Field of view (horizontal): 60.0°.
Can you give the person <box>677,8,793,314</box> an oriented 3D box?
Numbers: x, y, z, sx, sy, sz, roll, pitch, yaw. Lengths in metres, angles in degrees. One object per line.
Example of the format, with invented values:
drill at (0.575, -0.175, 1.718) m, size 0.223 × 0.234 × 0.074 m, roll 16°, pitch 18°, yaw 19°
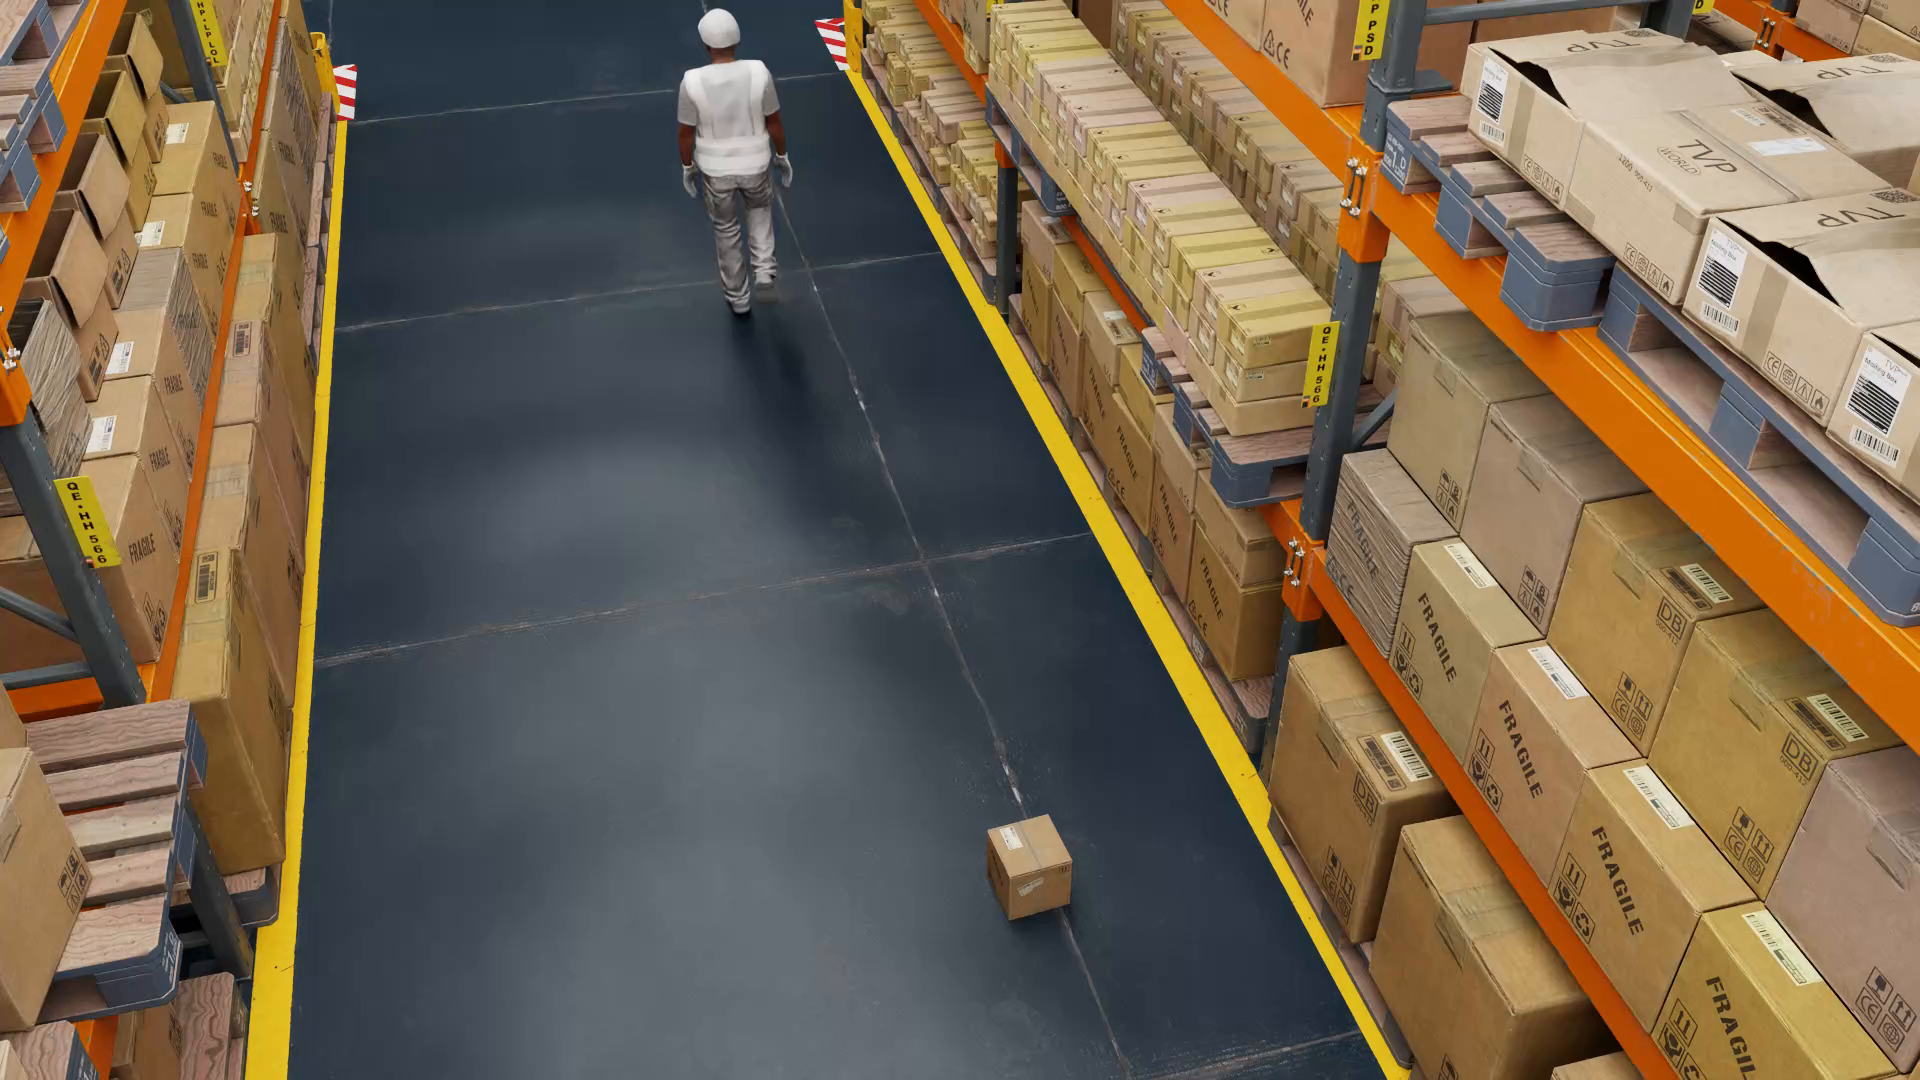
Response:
person at (-1.261, -2.125, 9.386) m, size 0.615 × 1.776 × 0.484 m, roll -10°, pitch 39°, yaw -12°
